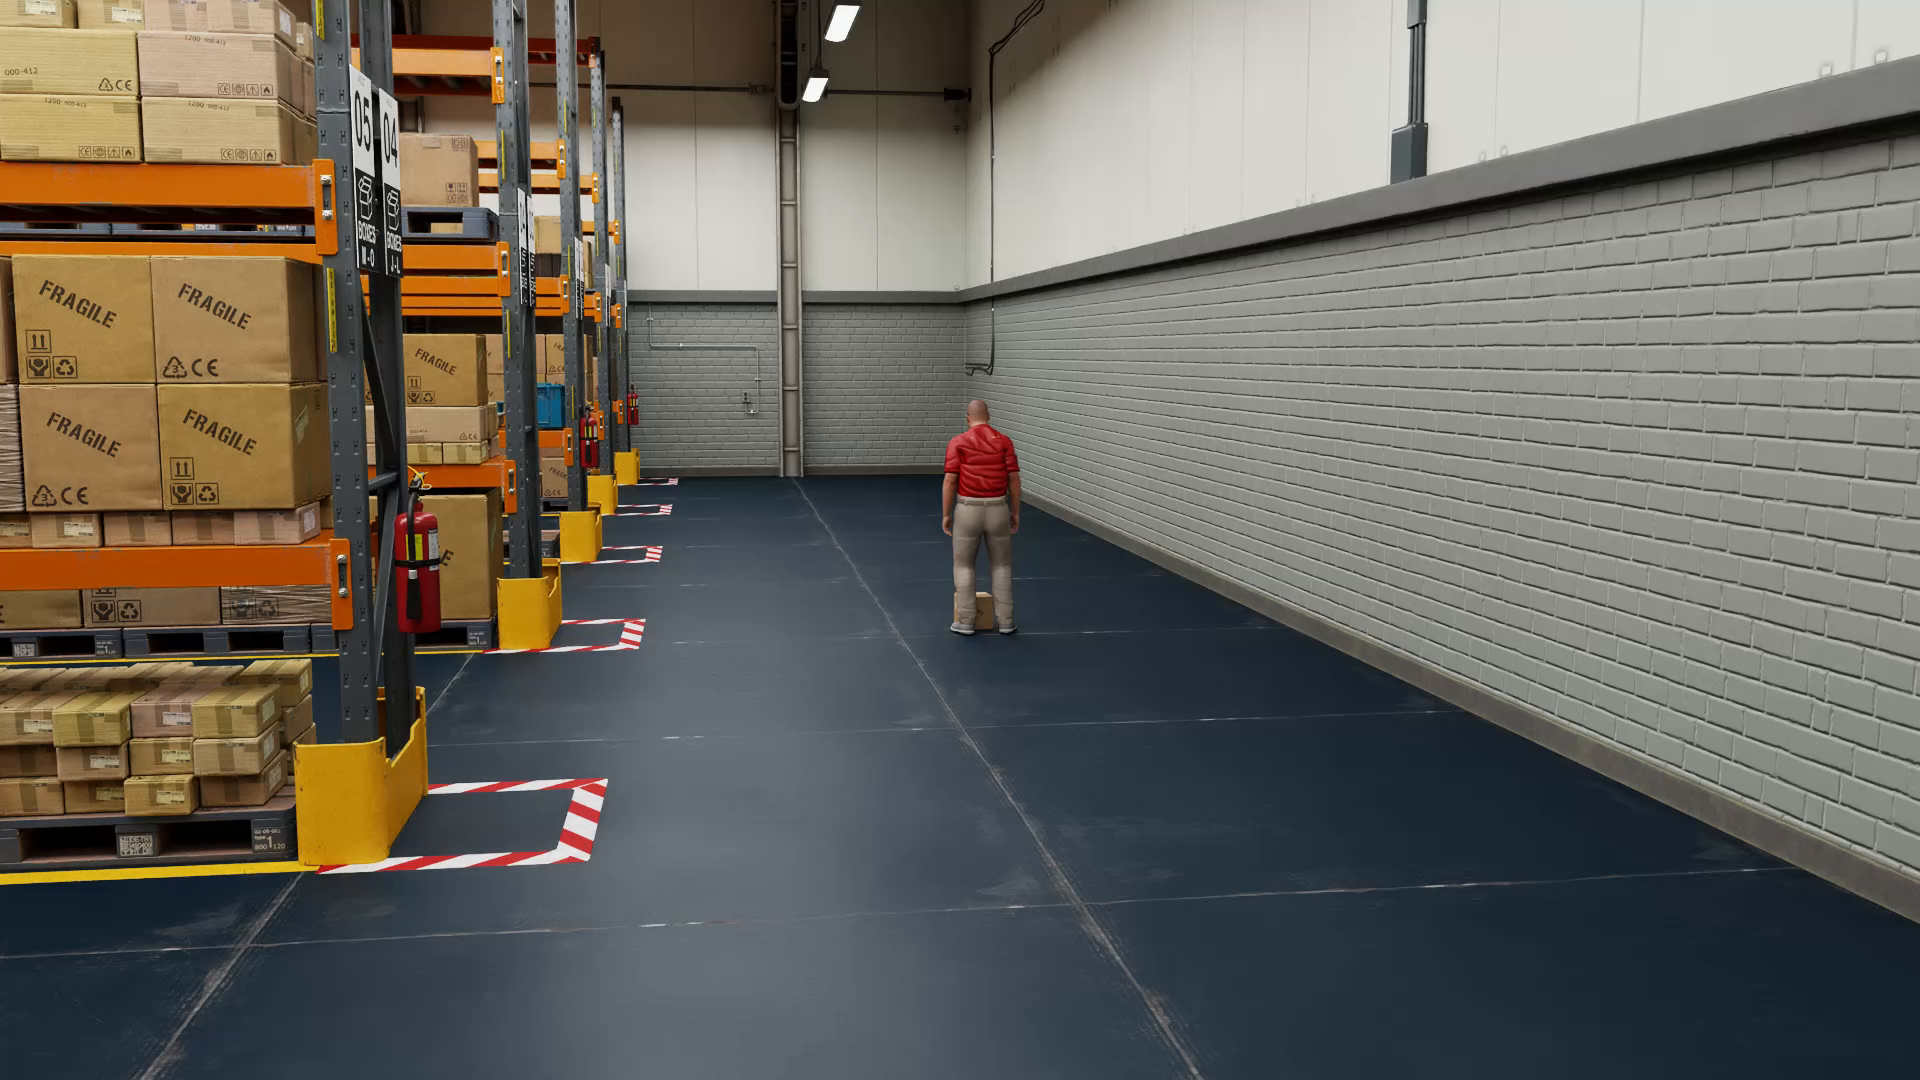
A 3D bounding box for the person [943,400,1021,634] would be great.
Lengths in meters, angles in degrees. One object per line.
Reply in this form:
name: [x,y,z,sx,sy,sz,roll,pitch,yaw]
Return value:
person: [0.158,-0.170,12.278,0.586,1.727,0.395,-1,7,-8]
